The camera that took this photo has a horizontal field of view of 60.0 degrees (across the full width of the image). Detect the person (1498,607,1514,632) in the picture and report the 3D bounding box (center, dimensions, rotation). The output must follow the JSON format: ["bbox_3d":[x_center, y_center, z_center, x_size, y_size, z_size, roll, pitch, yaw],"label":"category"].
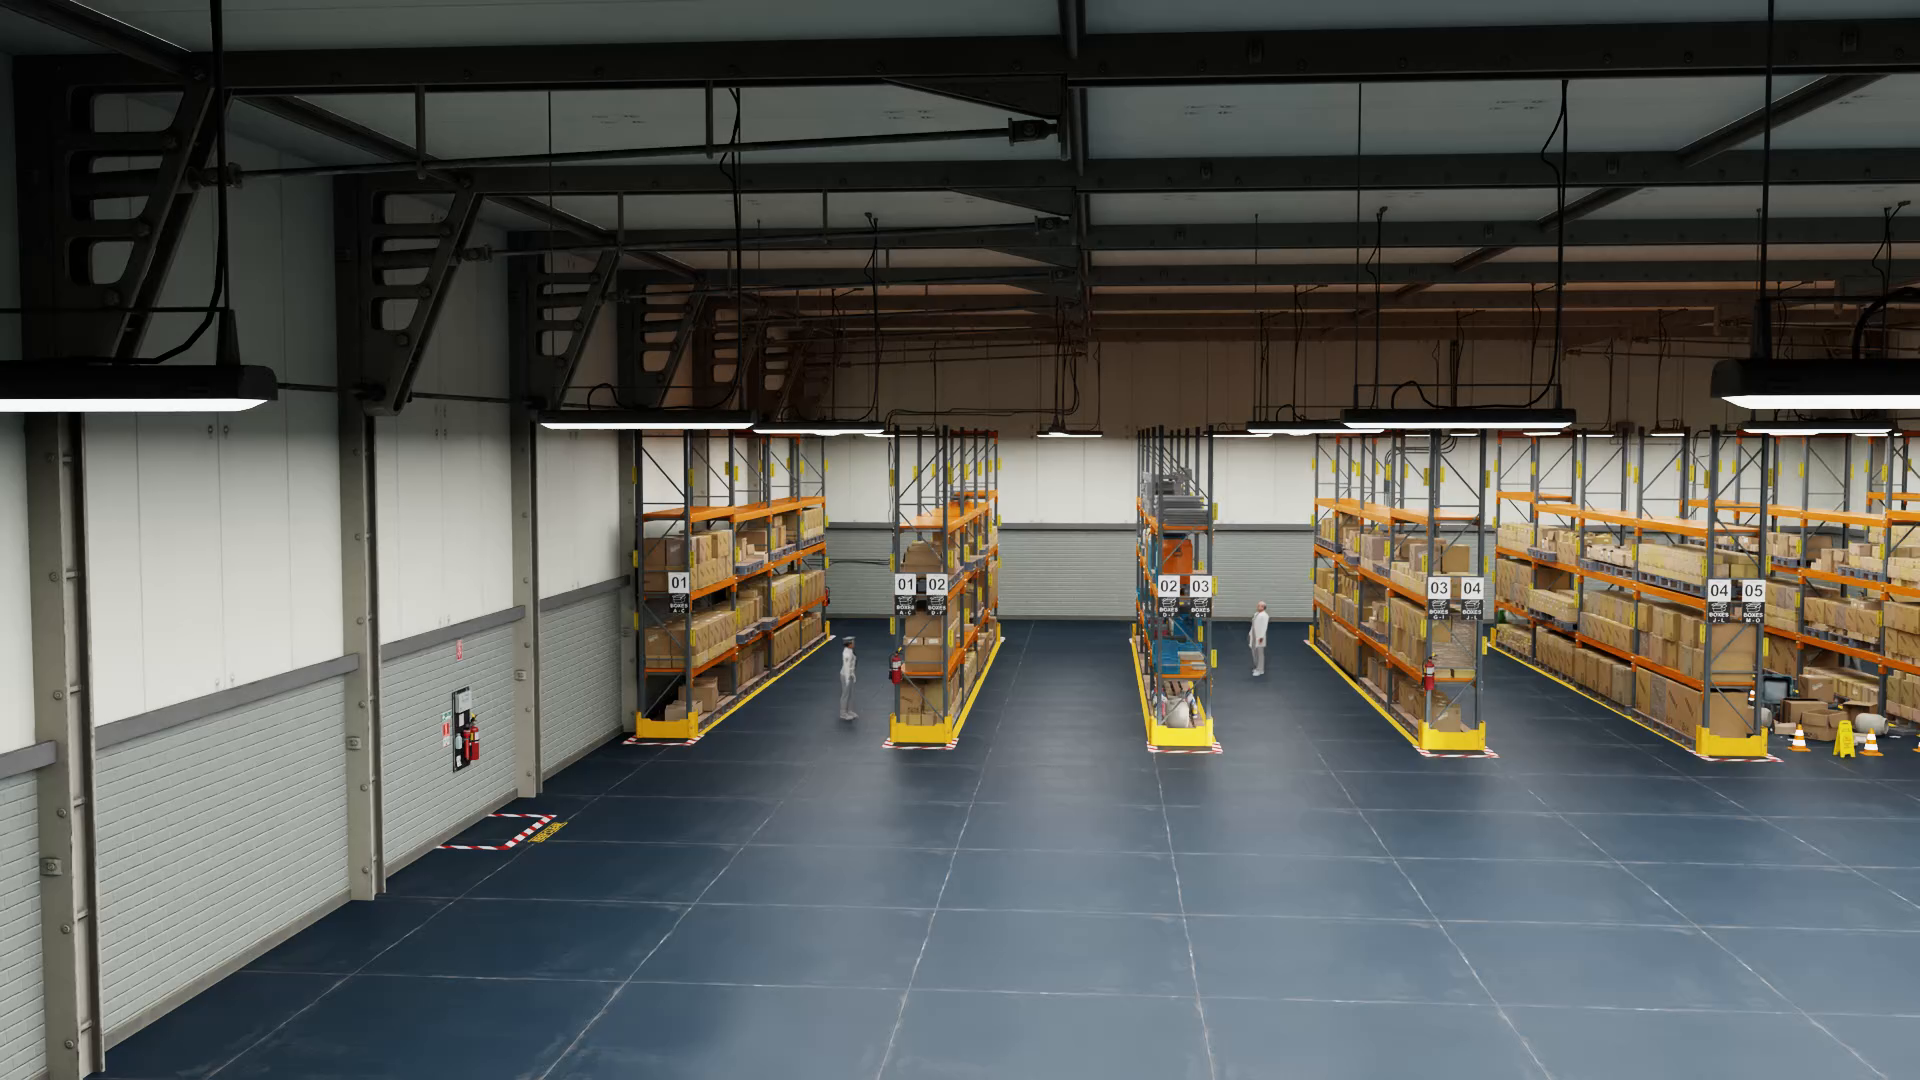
[{"bbox_3d":[15.553,1.989,47.391,0.761,1.748,0.517,1,4,24],"label":"person"}]

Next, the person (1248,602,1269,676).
[{"bbox_3d":[7.294,2.446,40.706,0.574,1.698,0.595,-3,4,-39],"label":"person"}]

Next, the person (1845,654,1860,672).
[{"bbox_3d":[21.365,2.484,40.016,0.579,1.686,0.481,3,4,40],"label":"person"}]

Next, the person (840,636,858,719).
[{"bbox_3d":[-2.285,2.826,34.223,0.357,1.686,0.504,0,3,4],"label":"person"}]
